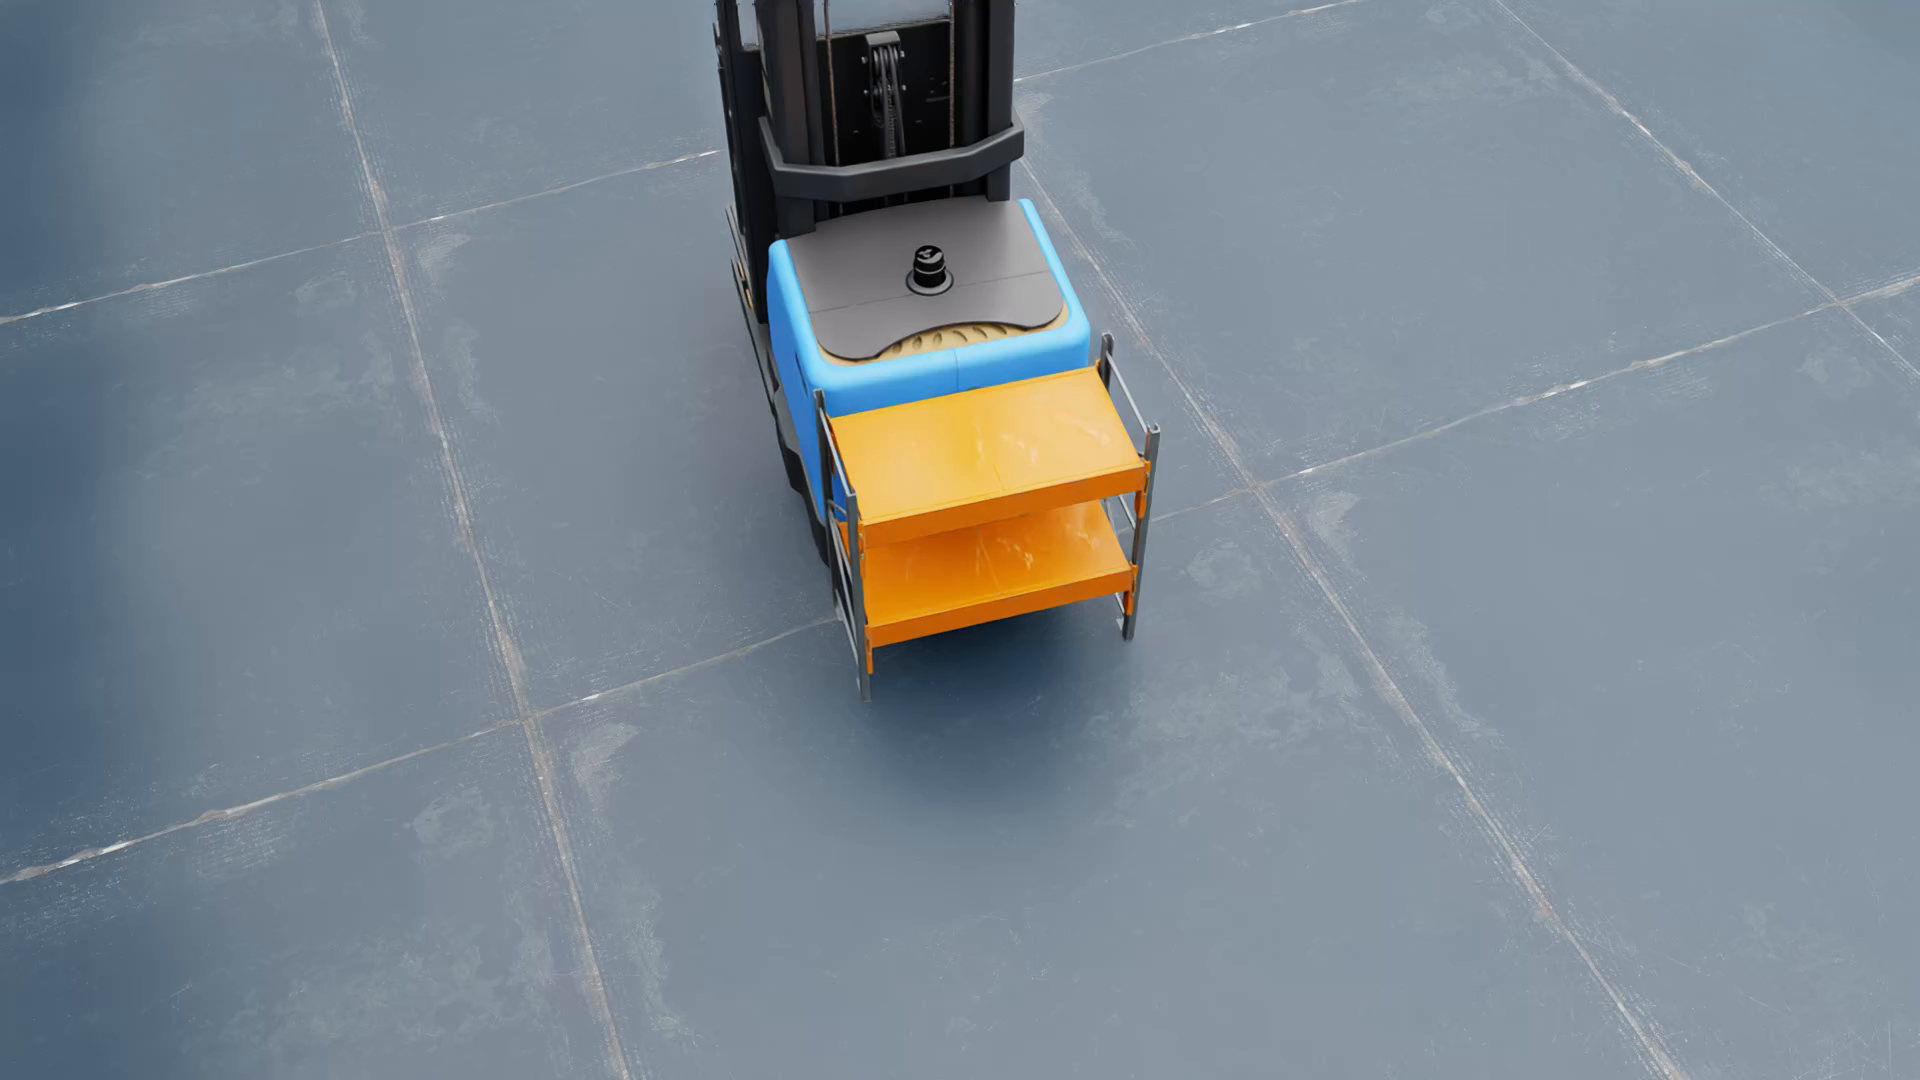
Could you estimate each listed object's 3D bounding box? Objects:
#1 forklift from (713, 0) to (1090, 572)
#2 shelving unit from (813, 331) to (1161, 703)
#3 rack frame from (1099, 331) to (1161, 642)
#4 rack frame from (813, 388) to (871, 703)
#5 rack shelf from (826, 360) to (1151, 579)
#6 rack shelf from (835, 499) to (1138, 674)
[{"bbox_3d":[-0.400,-1.977,6.357,1.130,2.935,3.031,-12,50,-10],"label":"forklift"},{"bbox_3d":[0.082,-0.061,5.901,1.048,1.125,0.538,-12,50,-10],"label":"shelving unit"},{"bbox_3d":[0.571,-0.166,5.992,0.032,1.125,0.500,-12,50,-10],"label":"rack frame"},{"bbox_3d":[-0.407,0.045,5.811,0.032,1.125,0.500,-12,50,-10],"label":"rack frame"},{"bbox_3d":[0.082,-0.251,5.679,1.000,0.278,0.538,-12,50,-10],"label":"rack shelf"},{"bbox_3d":[0.082,0.099,6.087,1.000,0.278,0.538,-12,50,-10],"label":"rack shelf"}]
